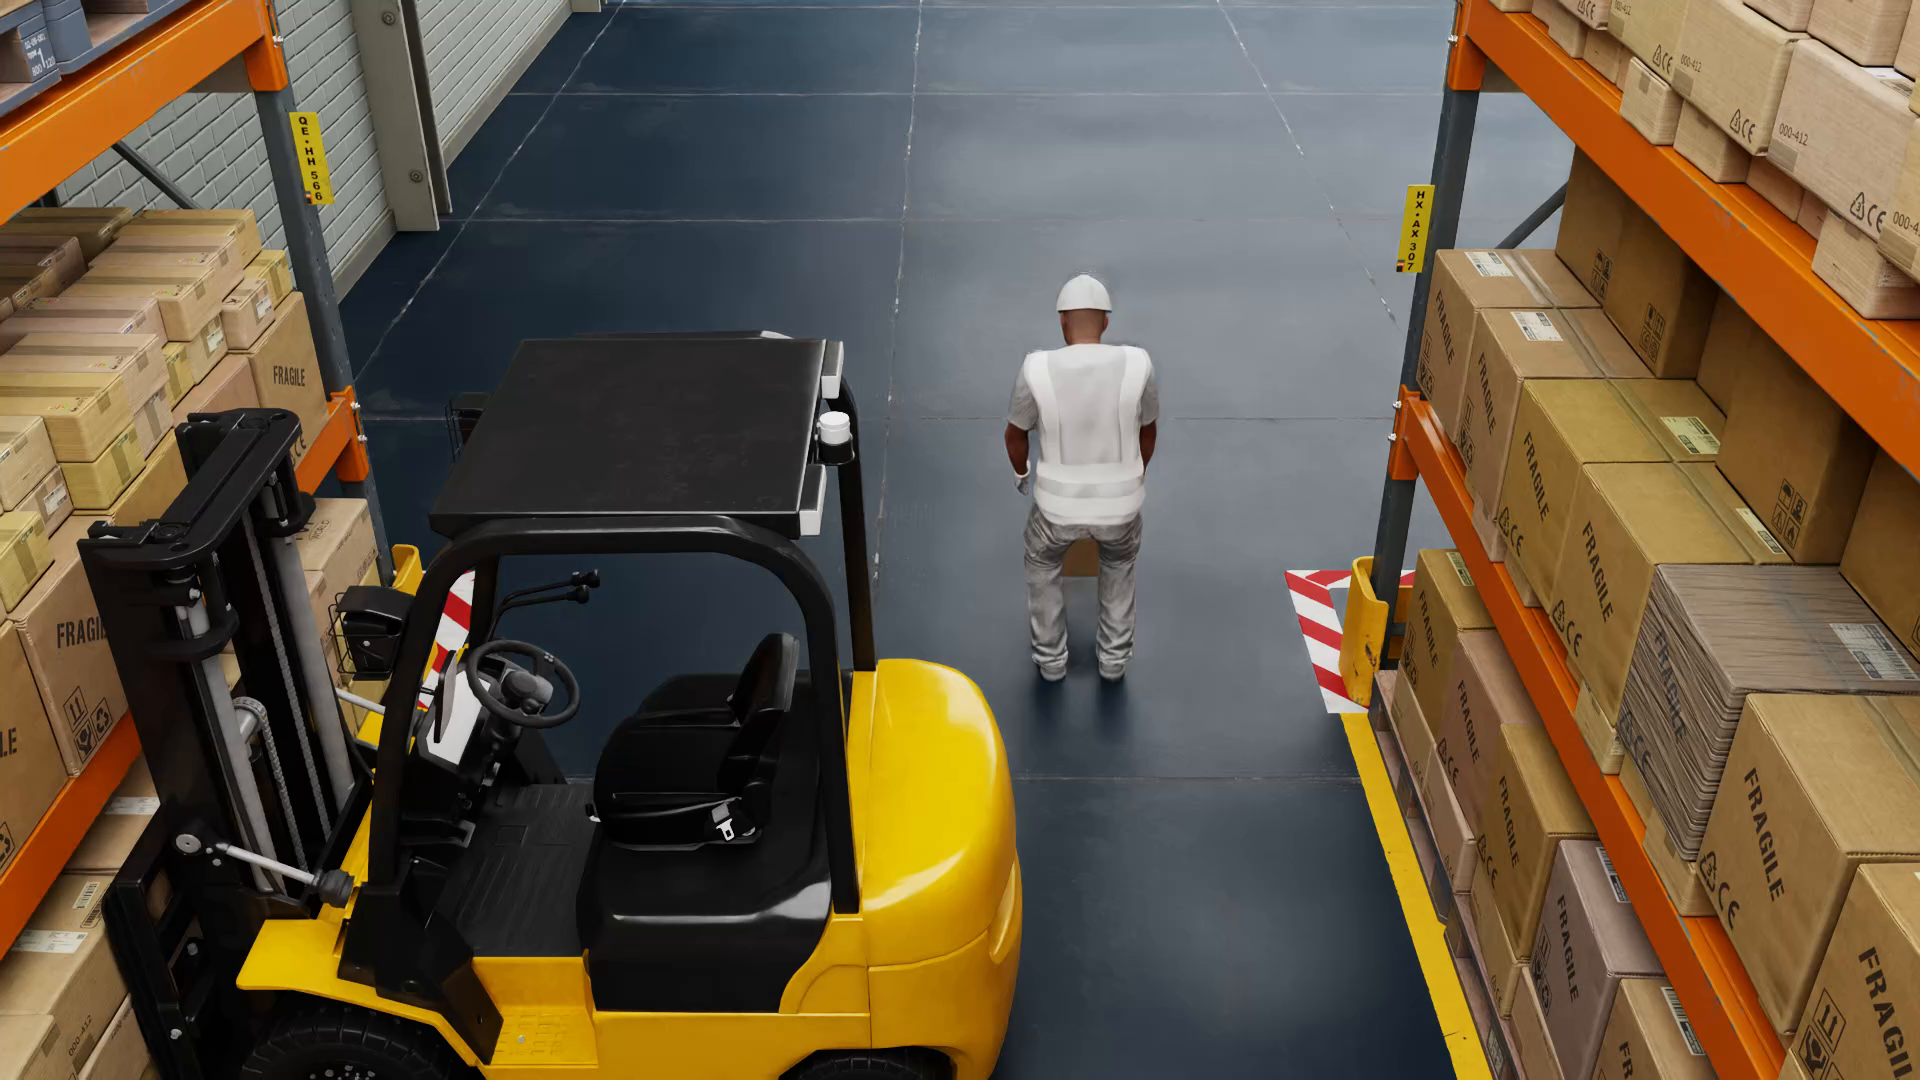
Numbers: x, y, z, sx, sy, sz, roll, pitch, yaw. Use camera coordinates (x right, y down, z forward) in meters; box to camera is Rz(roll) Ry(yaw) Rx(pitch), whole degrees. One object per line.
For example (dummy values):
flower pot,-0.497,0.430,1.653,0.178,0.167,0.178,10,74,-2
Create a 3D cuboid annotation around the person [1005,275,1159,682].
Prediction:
person,0.472,-0.203,6.567,0.587,1.663,0.559,1,31,1
